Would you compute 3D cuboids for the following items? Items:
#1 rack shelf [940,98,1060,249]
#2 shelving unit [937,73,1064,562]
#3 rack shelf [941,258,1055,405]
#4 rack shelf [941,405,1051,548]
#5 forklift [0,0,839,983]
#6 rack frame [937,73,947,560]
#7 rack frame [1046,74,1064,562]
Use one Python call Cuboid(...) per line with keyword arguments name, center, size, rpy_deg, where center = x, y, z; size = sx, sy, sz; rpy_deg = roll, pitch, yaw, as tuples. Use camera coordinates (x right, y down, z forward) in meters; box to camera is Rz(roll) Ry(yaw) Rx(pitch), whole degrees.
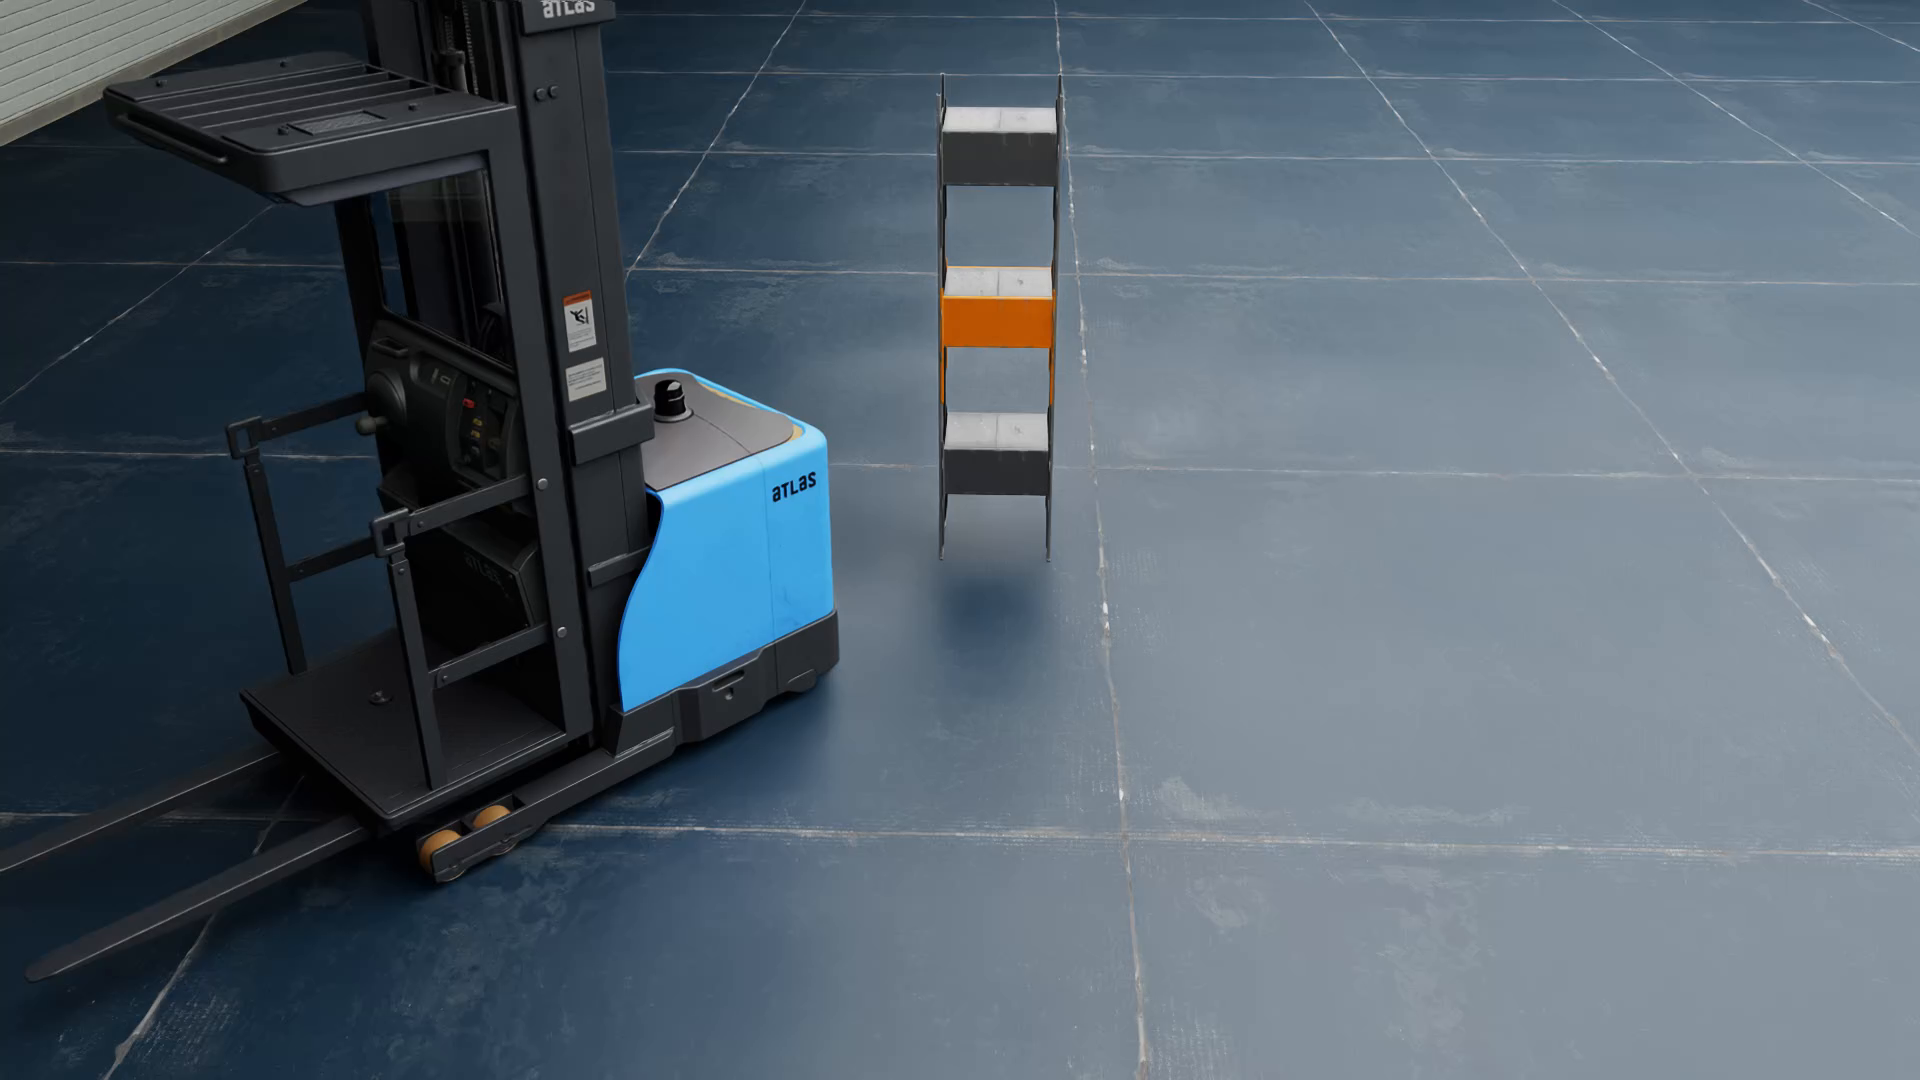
Cuboid(name="rack shelf", center=(0.165, -1.531, 6.932), size=(0.480, 0.518, 0.431), rpy_deg=(1, 28, 2))
Cuboid(name="shelving unit", center=(0.165, -0.925, 7.253), size=(0.503, 2.100, 0.431), rpy_deg=(1, 28, 2))
Cuboid(name="rack shelf", center=(0.165, -0.913, 7.259), size=(0.480, 0.518, 0.431), rpy_deg=(1, 28, 2))
Cuboid(name="rack shelf", center=(0.165, -0.294, 7.587), size=(0.480, 0.518, 0.431), rpy_deg=(1, 28, 2))
Cuboid(name="forklift", center=(-1.880, -0.422, 5.417), size=(1.130, 2.935, 3.031), rpy_deg=(25, 37, 38))
Cuboid(name="rack frame", center=(-0.078, -0.929, 7.261), size=(0.015, 2.100, 0.400), rpy_deg=(1, 28, 2))
Cuboid(name="rack frame", center=(0.409, -0.921, 7.245), size=(0.015, 2.100, 0.400), rpy_deg=(1, 28, 2))
